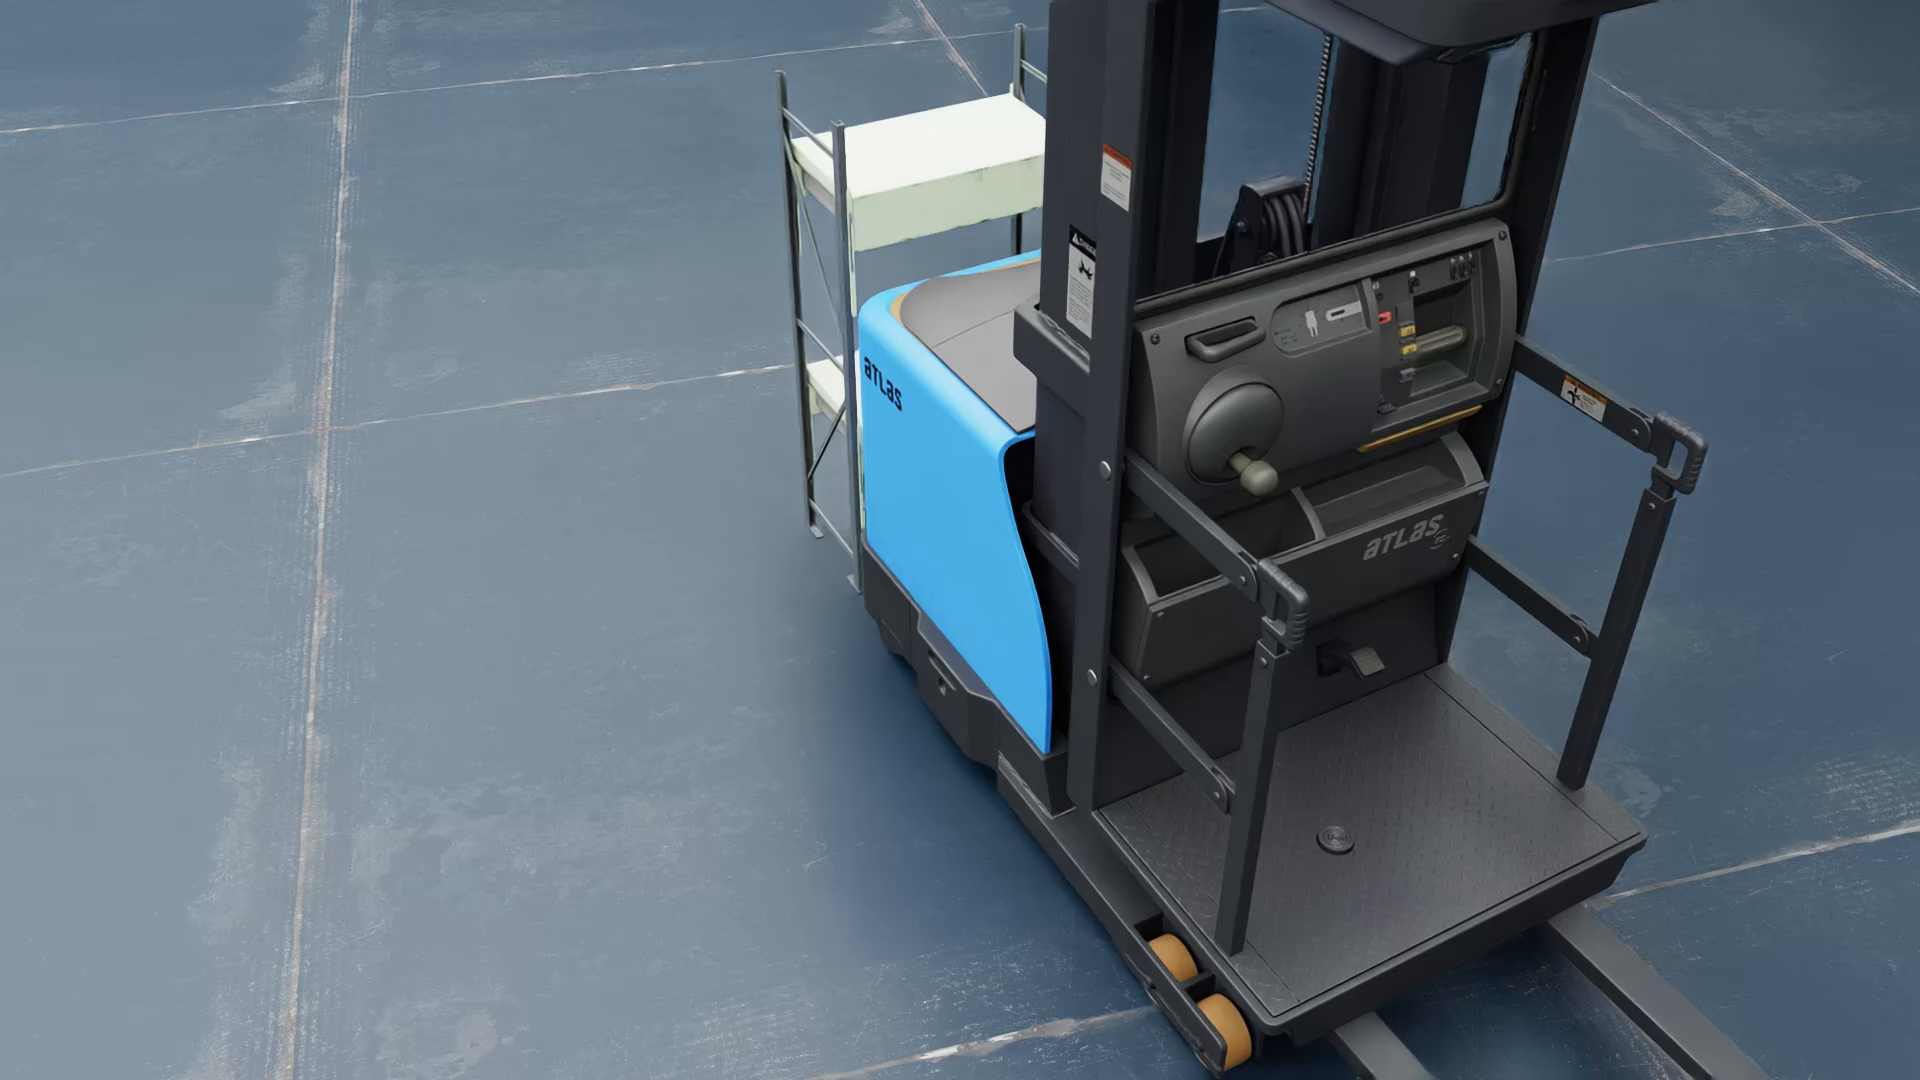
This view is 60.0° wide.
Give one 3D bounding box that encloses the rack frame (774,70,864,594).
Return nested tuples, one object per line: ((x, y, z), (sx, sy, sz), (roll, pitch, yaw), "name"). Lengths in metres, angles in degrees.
((-0.390, -0.541, 4.723), (0.023, 1.500, 0.400), (-18, 41, -22), "rack frame")

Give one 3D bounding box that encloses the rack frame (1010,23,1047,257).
((0.256, -0.750, 4.996), (0.023, 1.500, 0.400), (-18, 41, -22), "rack frame")

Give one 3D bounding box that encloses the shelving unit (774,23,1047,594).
((-0.067, -0.646, 4.860), (0.755, 1.500, 0.431), (-18, 41, -22), "shelving unit")

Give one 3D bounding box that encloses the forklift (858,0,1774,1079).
((0.873, -0.303, 3.234), (1.130, 2.935, 3.031), (-19, 41, -23), "forklift")

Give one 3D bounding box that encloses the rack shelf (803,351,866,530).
((-0.067, -0.387, 5.058), (0.720, 0.370, 0.431), (-18, 41, -22), "rack shelf")

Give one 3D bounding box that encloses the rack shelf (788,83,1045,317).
((-0.067, -0.956, 4.623), (0.720, 0.370, 0.431), (-18, 41, -22), "rack shelf")
